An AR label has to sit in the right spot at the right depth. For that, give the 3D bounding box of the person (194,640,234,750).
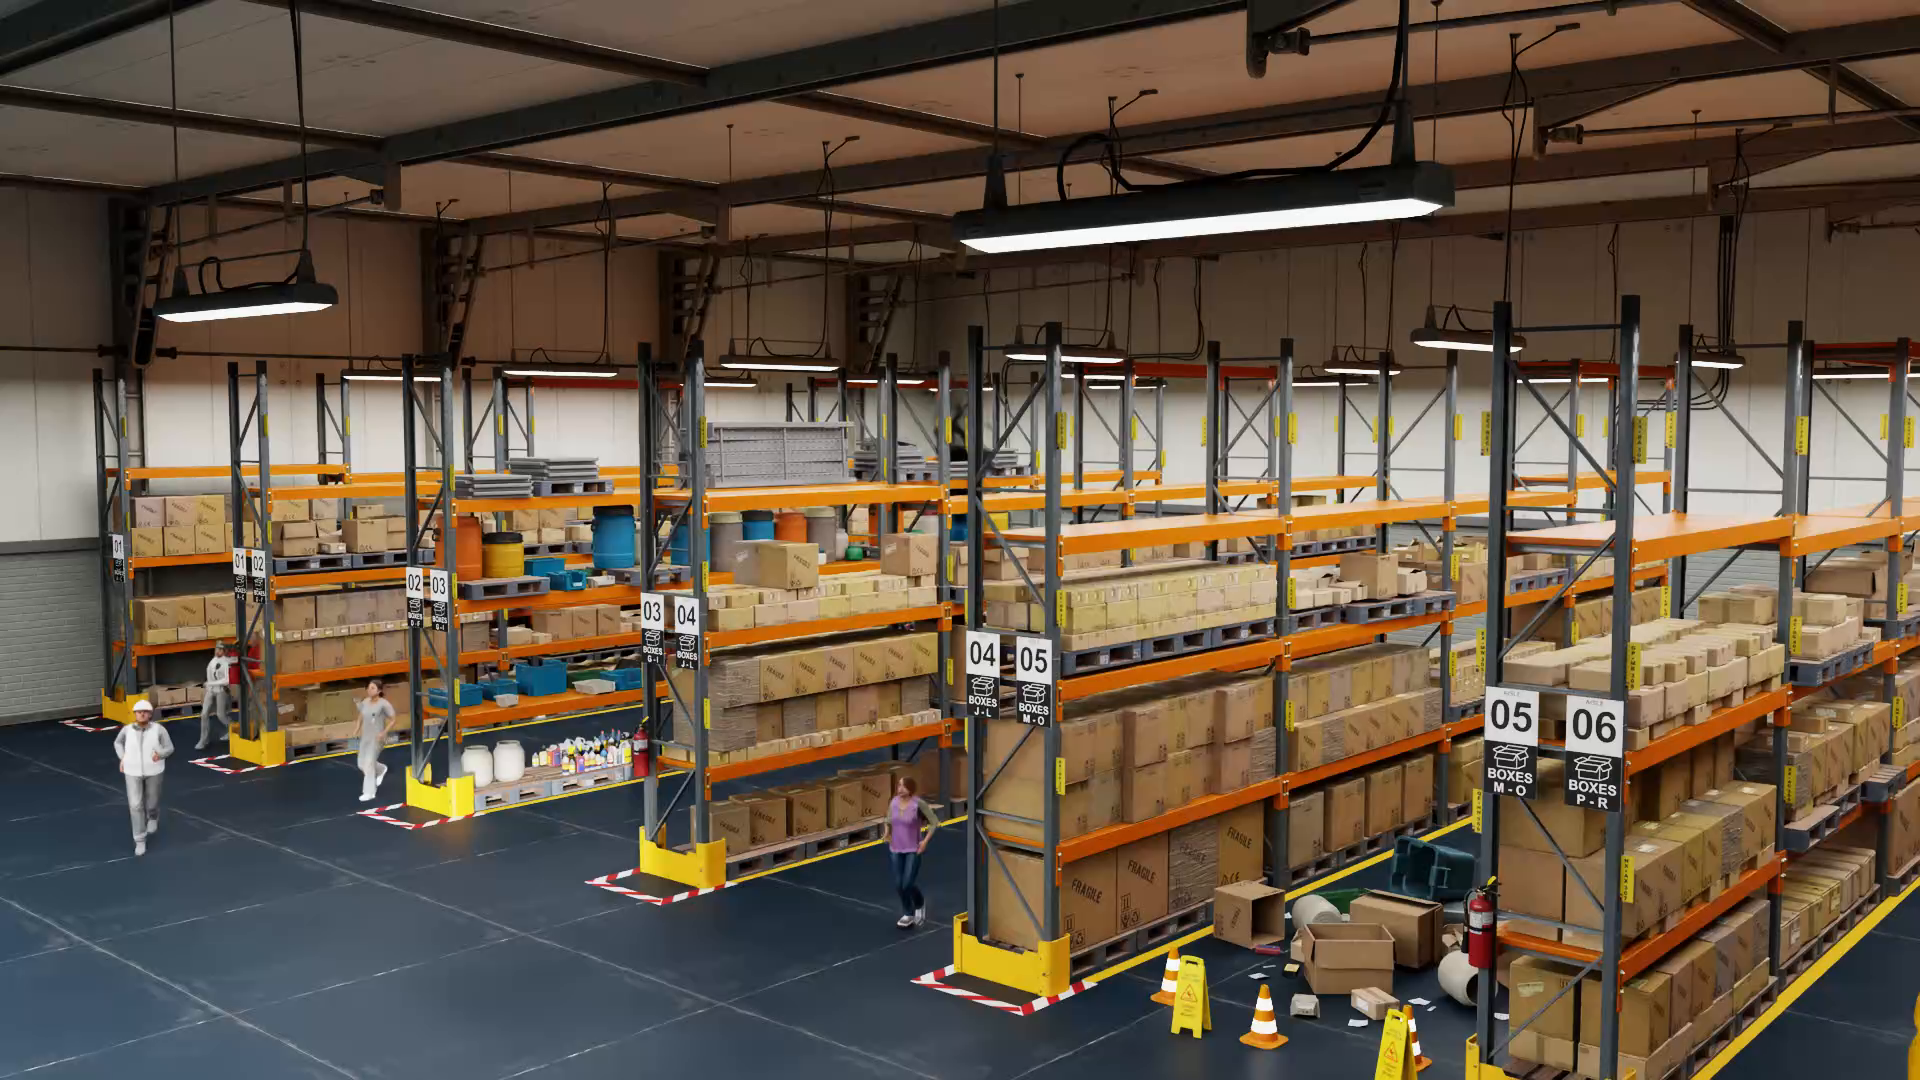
[{"bbox_3d":[-11.611,2.415,26.138,0.605,1.713,0.764,2,5,22],"label":"person"}]

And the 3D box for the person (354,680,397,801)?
[{"bbox_3d":[-7.922,2.696,22.673,0.586,1.631,0.647,1,4,16],"label":"person"}]

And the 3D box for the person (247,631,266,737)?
[{"bbox_3d":[-11.210,2.339,26.801,0.671,1.766,0.964,4,6,44],"label":"person"}]

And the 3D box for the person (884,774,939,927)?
[{"bbox_3d":[-0.545,3.138,16.705,0.549,1.562,0.533,2,5,25],"label":"person"}]

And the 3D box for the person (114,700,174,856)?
[{"bbox_3d":[-9.800,2.804,19.991,0.657,1.782,0.954,-2,5,-23],"label":"person"}]
